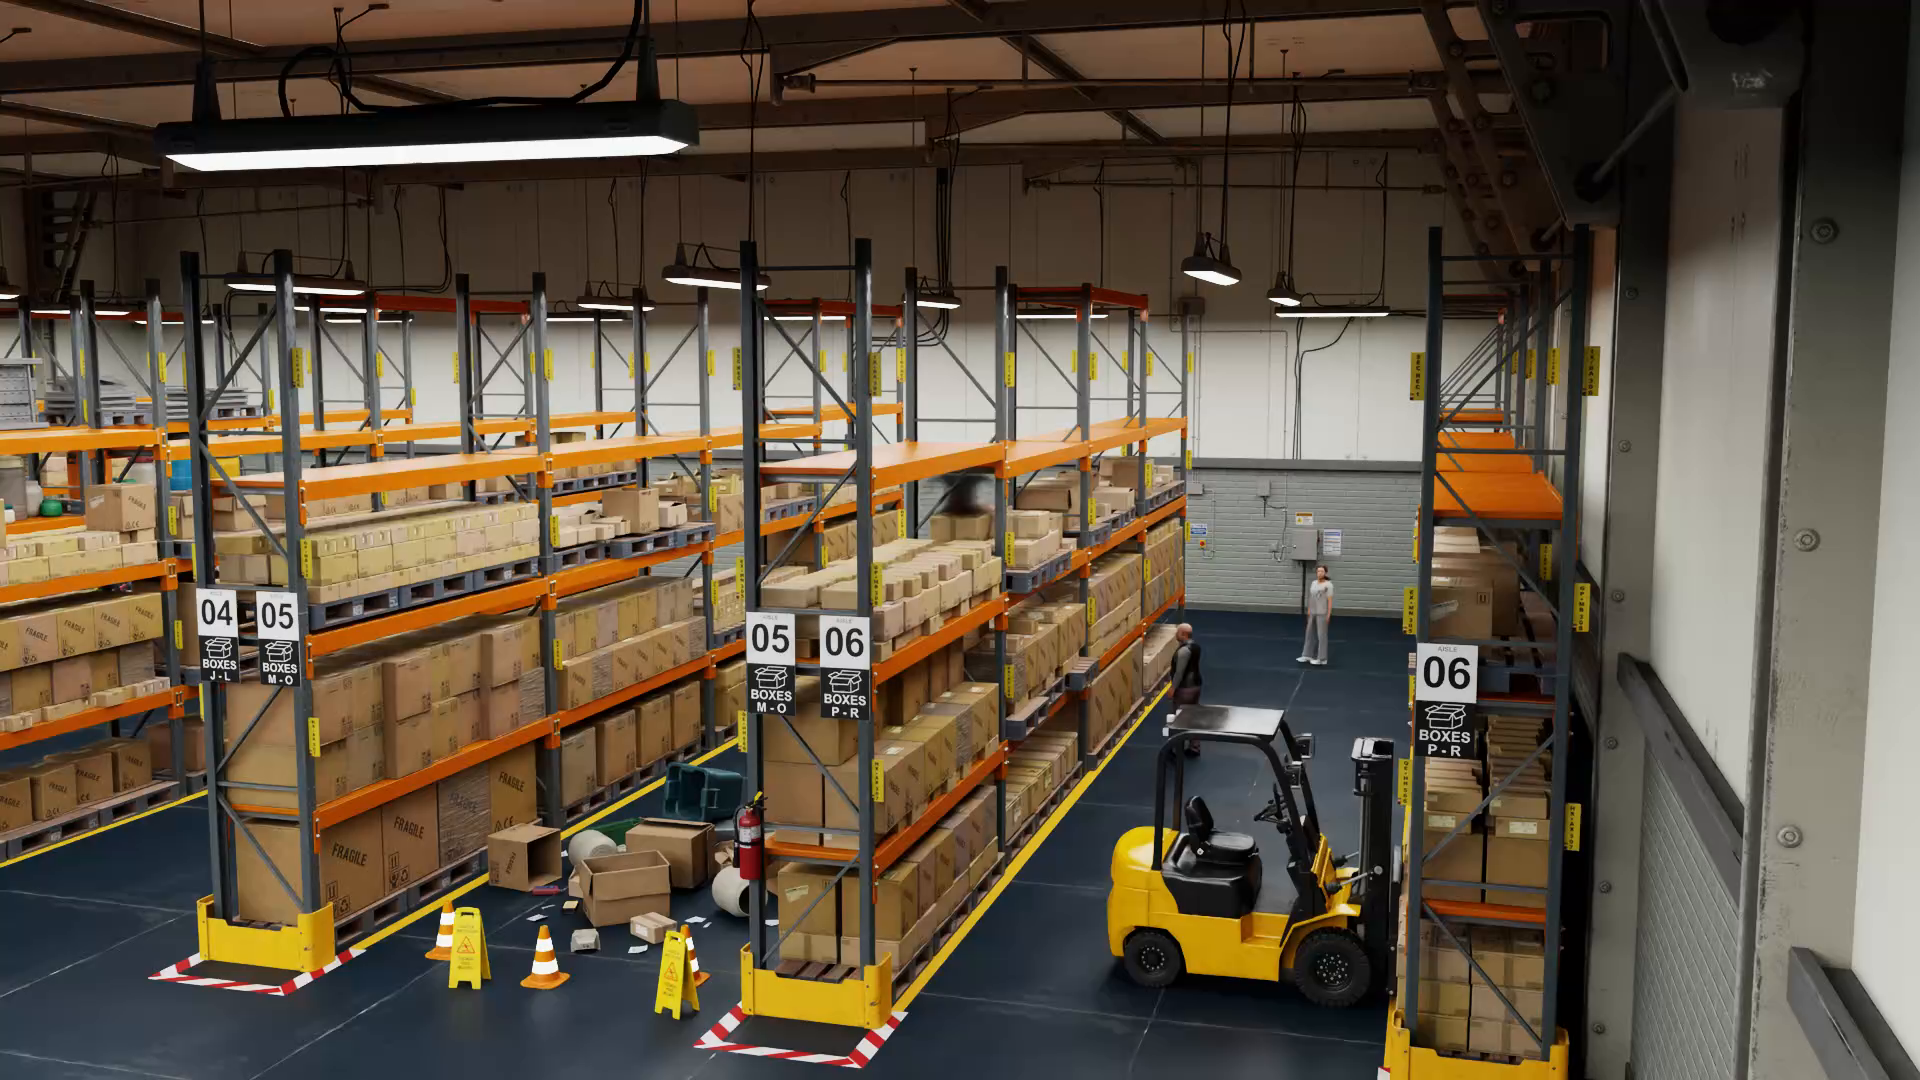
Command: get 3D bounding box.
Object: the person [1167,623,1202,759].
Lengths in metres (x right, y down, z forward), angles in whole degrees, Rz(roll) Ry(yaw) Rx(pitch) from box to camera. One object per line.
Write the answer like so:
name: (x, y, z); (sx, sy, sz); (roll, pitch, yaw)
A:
person: (2.871, 1.929, 21.312); (0.442, 1.740, 0.557); (4, 8, 32)

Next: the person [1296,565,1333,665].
person: (5.949, 1.240, 27.737); (0.473, 1.668, 0.557); (-2, 7, -21)
